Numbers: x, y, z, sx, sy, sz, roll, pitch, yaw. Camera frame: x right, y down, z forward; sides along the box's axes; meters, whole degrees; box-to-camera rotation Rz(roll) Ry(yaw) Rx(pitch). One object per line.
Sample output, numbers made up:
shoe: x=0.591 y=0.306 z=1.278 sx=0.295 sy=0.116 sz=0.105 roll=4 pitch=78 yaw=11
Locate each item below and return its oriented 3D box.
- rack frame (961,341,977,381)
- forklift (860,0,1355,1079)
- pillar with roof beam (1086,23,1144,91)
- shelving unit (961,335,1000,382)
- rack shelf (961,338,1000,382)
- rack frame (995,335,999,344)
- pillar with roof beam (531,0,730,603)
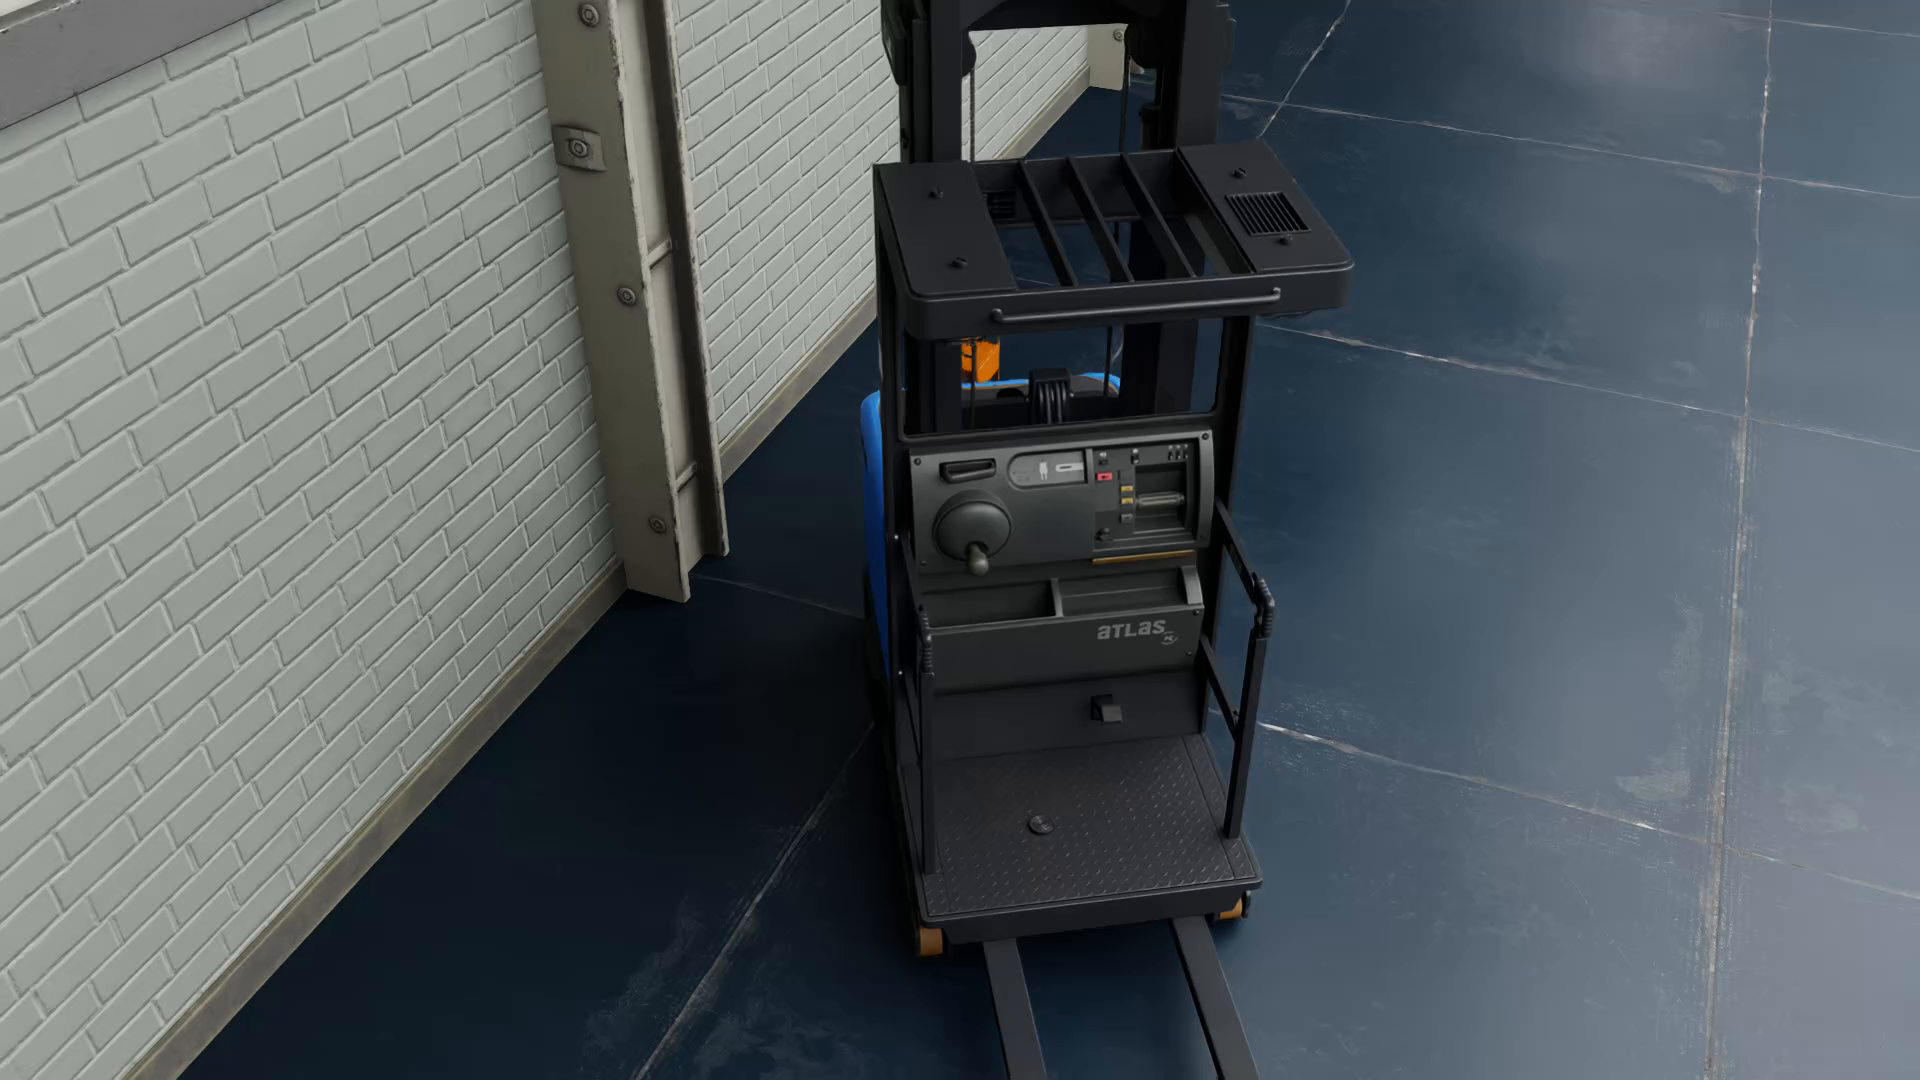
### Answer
rack frame: x=-0.026 y=-0.383 z=6.885 sx=0.200 sy=1.050 sz=0.008 roll=14 pitch=39 yaw=18
forklift: x=0.348 y=-0.049 z=4.868 sx=1.130 sy=2.935 sz=3.031 roll=-5 pitch=37 yaw=-7
pillar with roof beam: x=5.053 y=-5.828 z=7.531 sx=9.100 sy=9.000 sz=0.400 roll=14 pitch=39 yaw=18
shelving unit: x=0.020 y=-0.450 z=6.975 sx=0.215 sy=1.050 sz=0.252 roll=14 pitch=39 yaw=18
rack shelf: x=0.020 y=-0.669 z=6.812 sx=0.215 sy=0.259 sz=0.240 roll=14 pitch=39 yaw=18
rack frame: x=0.067 y=-0.518 z=7.066 sx=0.200 sy=1.050 sz=0.008 roll=14 pitch=39 yaw=18
pillar with roof beam: x=2.770 y=-2.506 z=3.087 sx=9.100 sy=9.000 sz=0.400 roll=14 pitch=39 yaw=18
